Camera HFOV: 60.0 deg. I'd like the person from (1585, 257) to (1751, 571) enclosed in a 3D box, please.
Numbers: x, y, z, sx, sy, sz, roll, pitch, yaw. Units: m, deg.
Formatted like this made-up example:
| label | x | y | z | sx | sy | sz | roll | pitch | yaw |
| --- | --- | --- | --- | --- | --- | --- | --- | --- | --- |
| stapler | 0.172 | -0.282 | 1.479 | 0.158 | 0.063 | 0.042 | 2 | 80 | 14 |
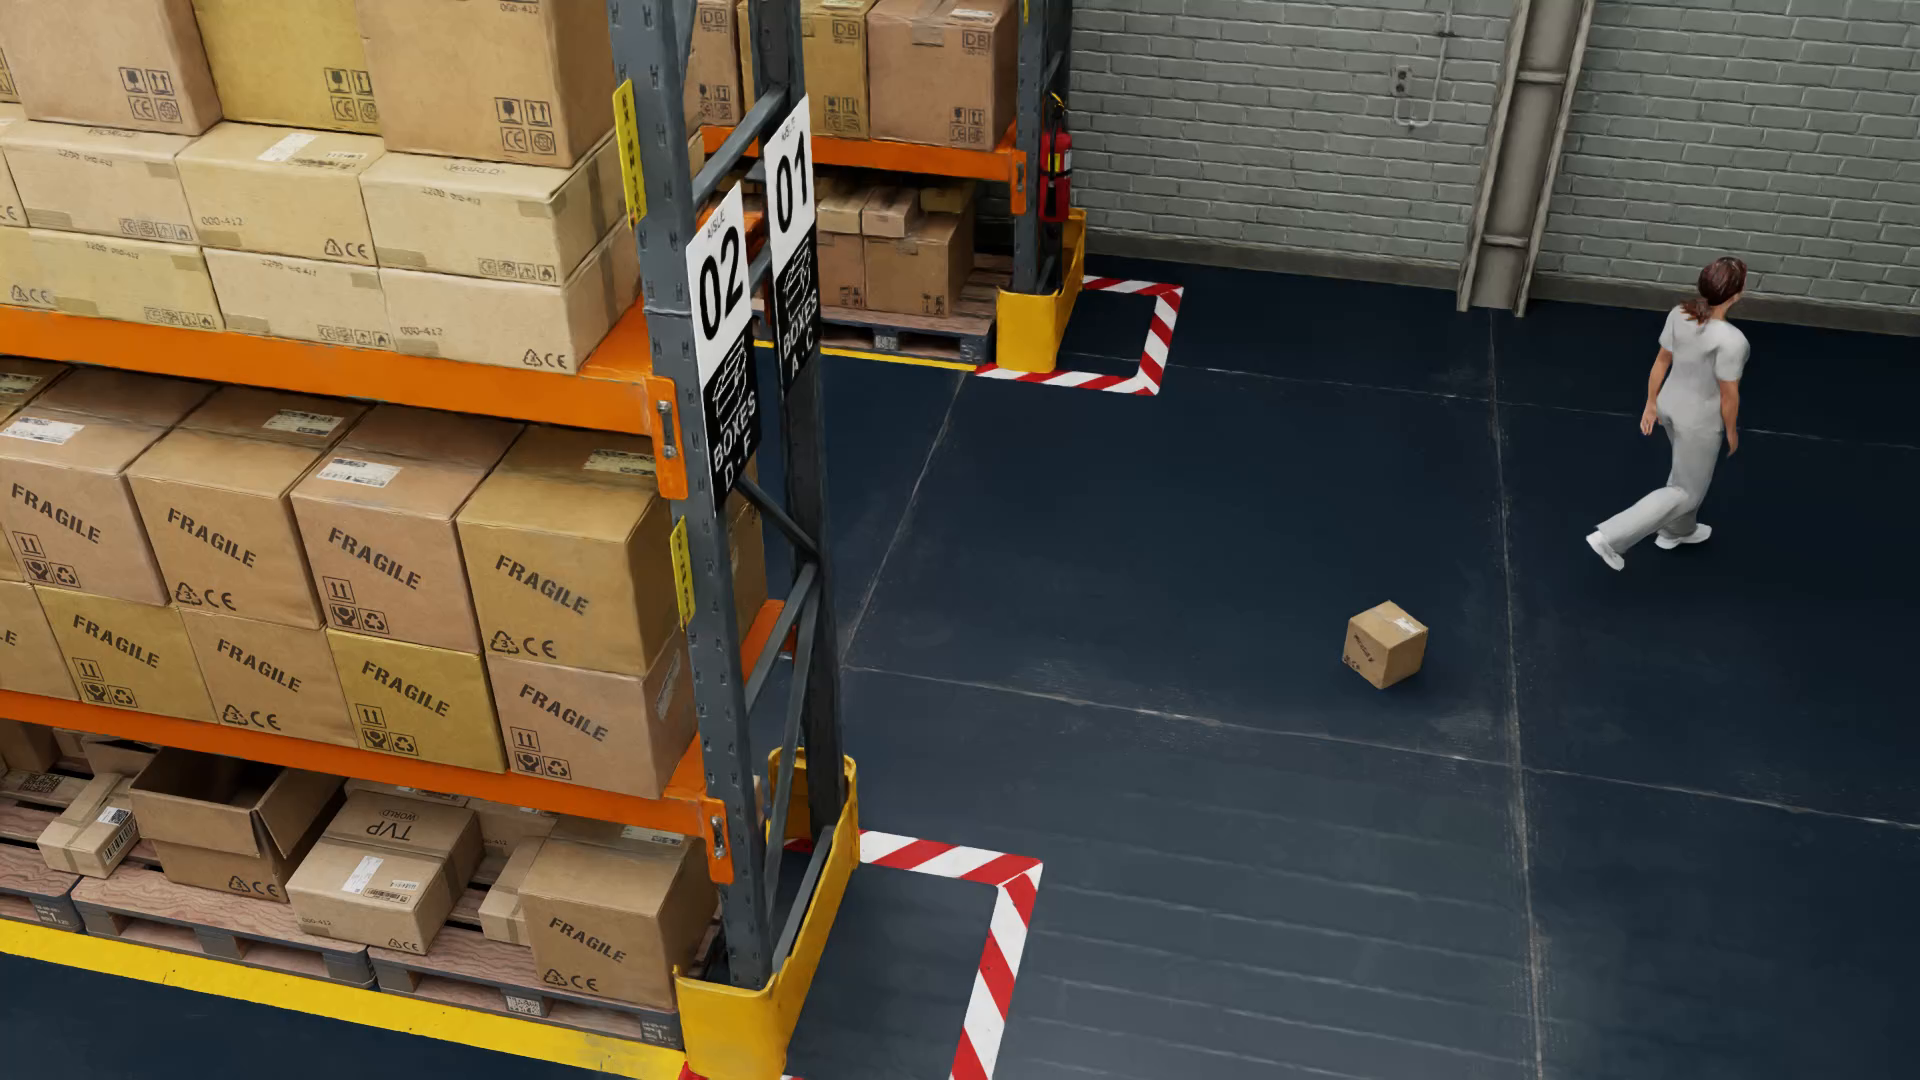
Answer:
| label | x | y | z | sx | sy | sz | roll | pitch | yaw |
| --- | --- | --- | --- | --- | --- | --- | --- | --- | --- |
| person | 3.364 | -0.570 | 7.717 | 0.860 | 1.632 | 0.434 | -10 | 38 | -13 |
